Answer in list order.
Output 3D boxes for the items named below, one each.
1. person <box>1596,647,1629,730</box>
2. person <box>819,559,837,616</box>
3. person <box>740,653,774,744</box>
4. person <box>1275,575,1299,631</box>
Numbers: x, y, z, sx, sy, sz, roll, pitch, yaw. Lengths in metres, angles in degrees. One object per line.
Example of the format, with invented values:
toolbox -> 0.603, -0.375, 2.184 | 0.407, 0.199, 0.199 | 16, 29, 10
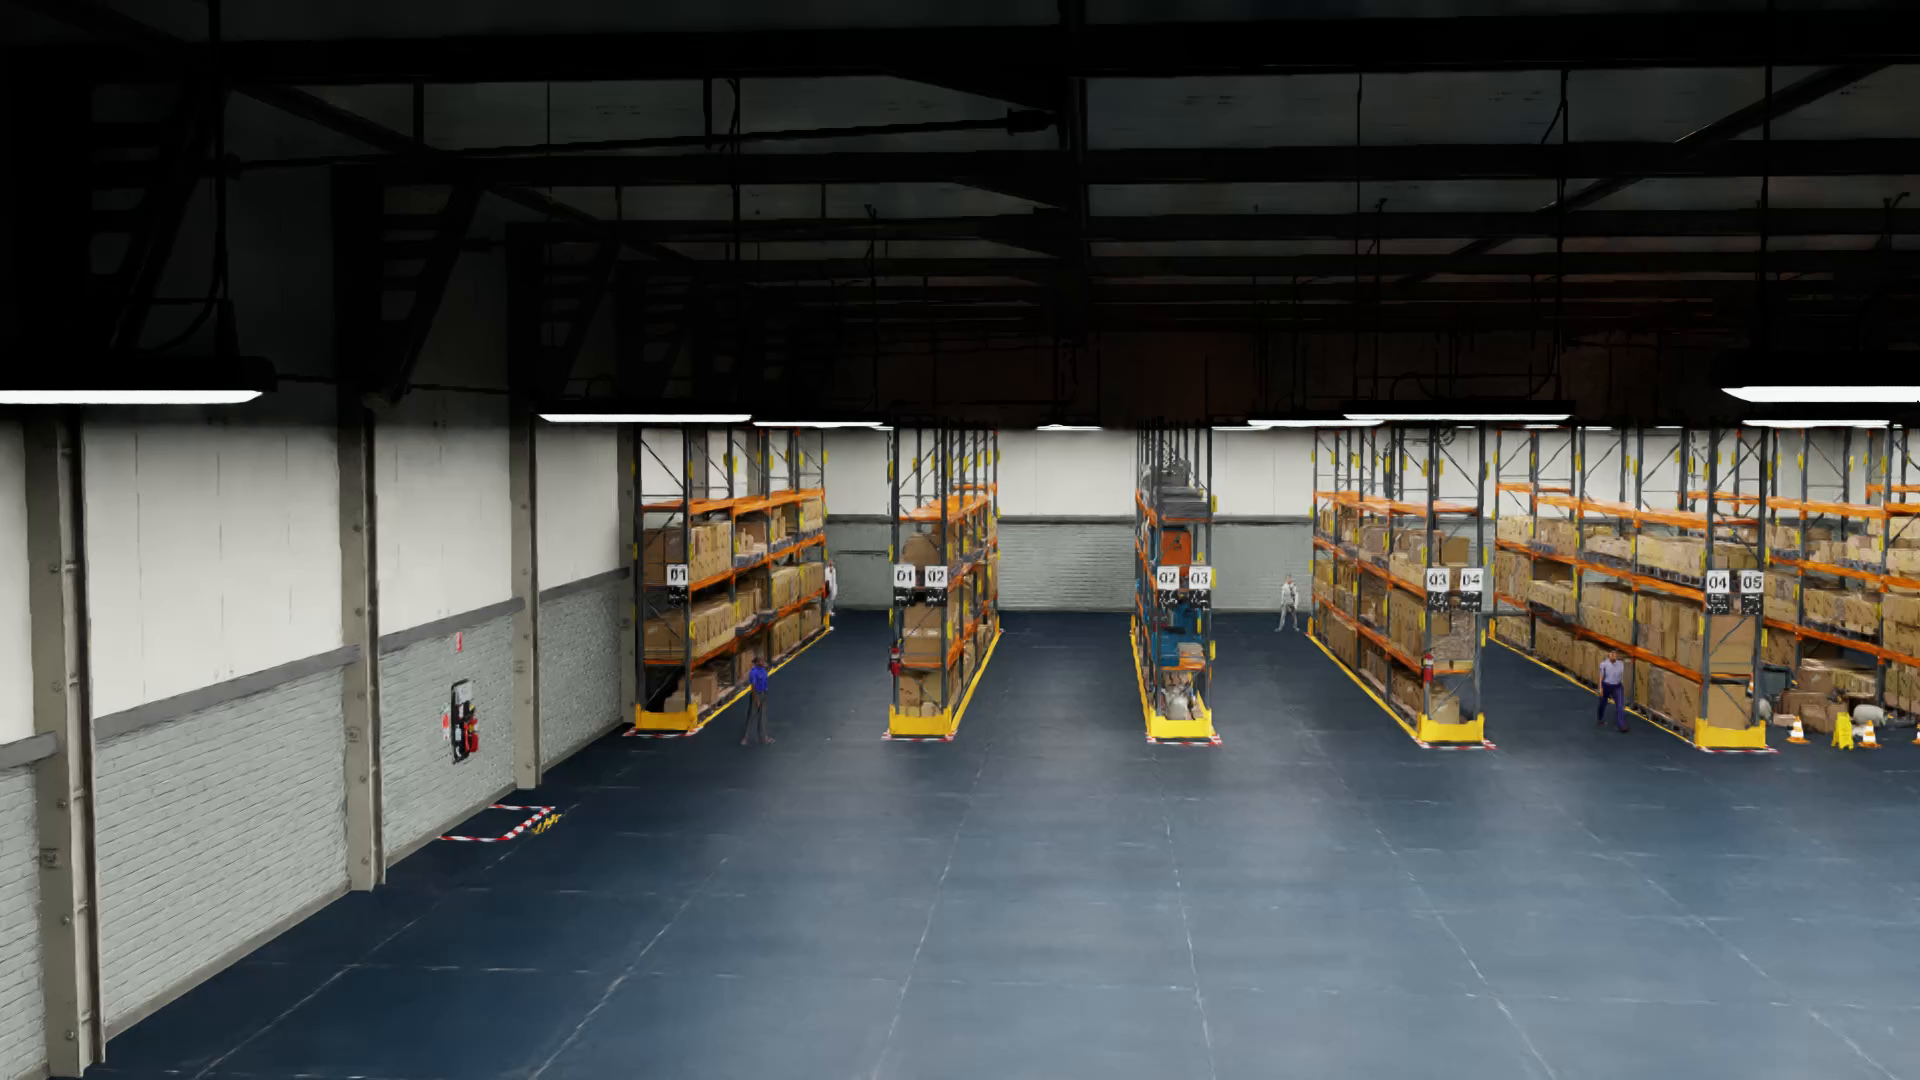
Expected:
person -> 12.518, 2.837, 31.989 | 0.479, 1.567, 1.090 | 0, 4, 7
person -> -4.179, 1.523, 51.673 | 0.781, 1.654, 0.560 | -3, 5, -34
person -> -3.744, 2.904, 30.492 | 0.426, 1.658, 0.650 | 2, 4, 31
person -> 9.417, 1.792, 47.606 | 0.531, 1.625, 0.874 | 2, 4, 30
